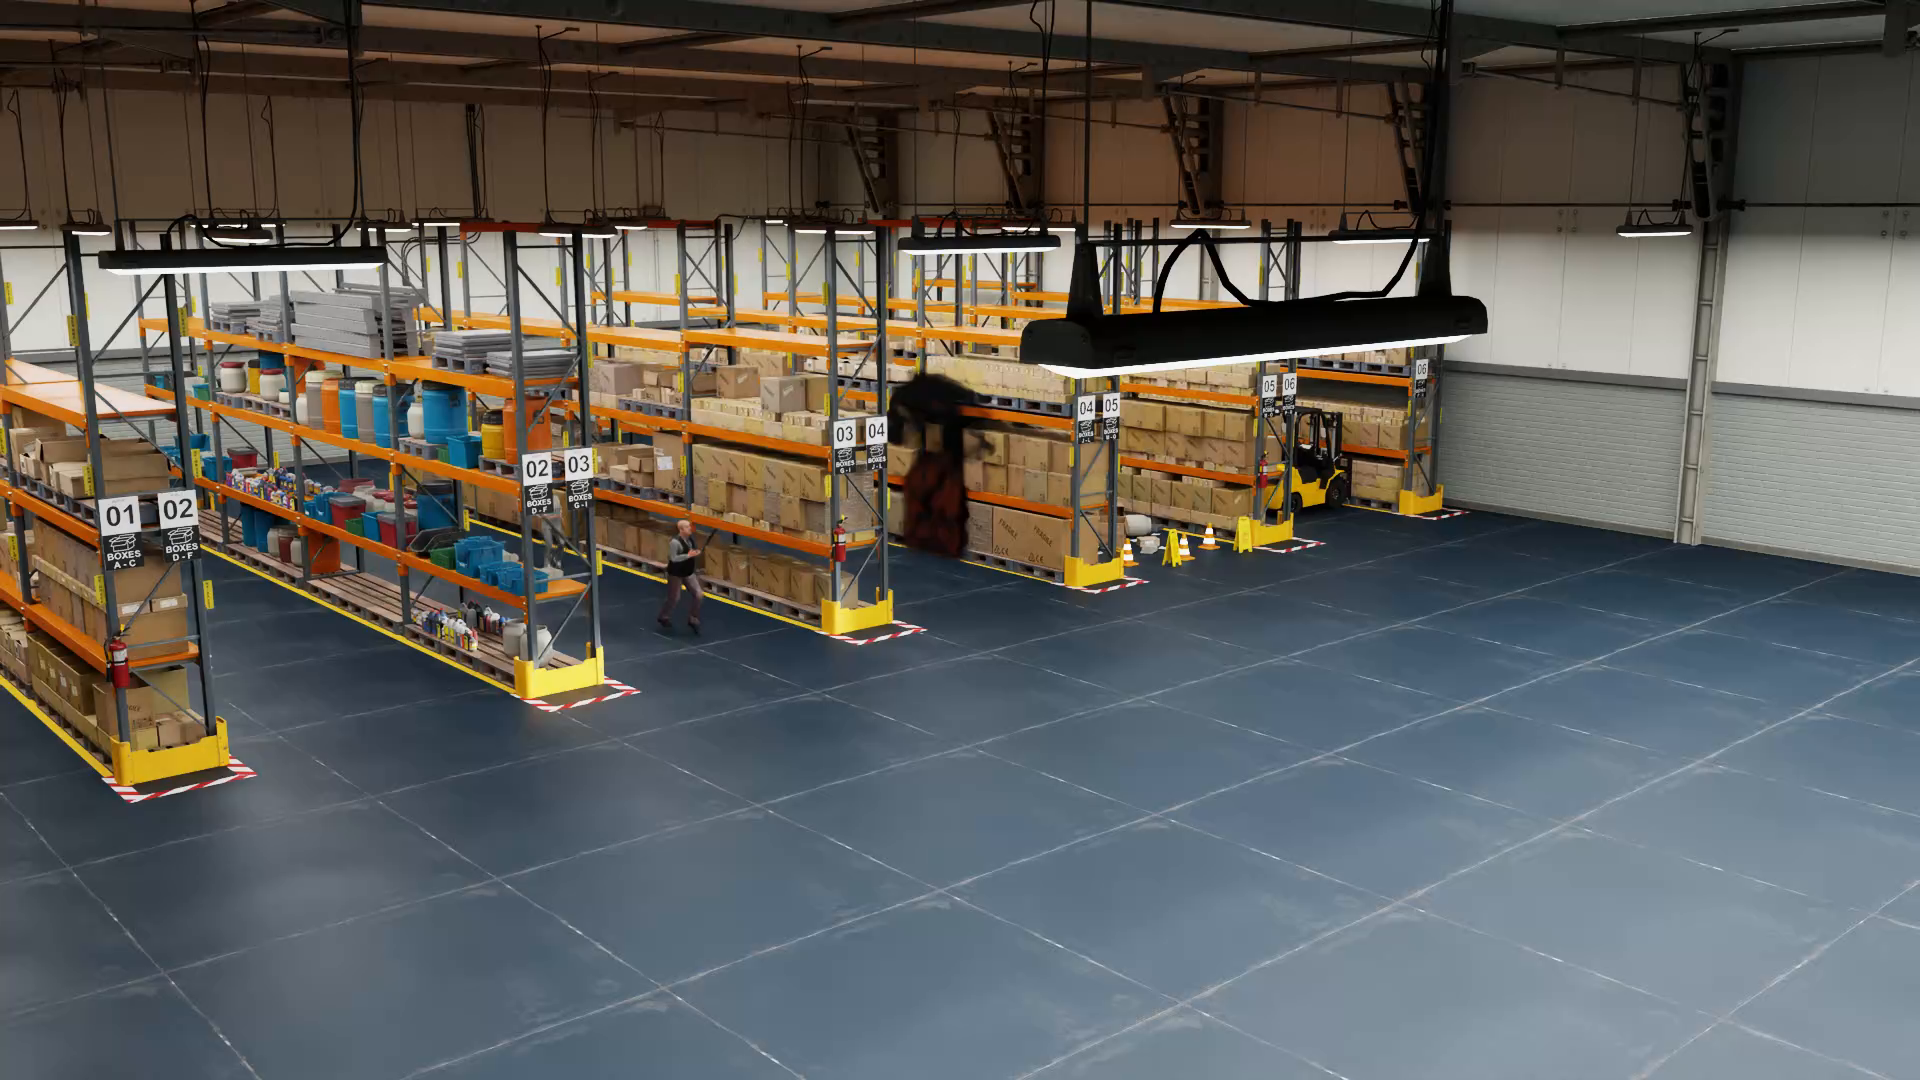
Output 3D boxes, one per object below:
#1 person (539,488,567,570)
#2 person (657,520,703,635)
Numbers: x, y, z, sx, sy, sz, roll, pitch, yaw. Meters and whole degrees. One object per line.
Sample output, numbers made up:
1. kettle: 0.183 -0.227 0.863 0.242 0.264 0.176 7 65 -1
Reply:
1. person: -7.071 -0.221 28.898 0.511 1.570 0.636 -9 14 -38
2. person: -4.193 0.565 24.819 0.859 1.785 0.639 7 13 30
